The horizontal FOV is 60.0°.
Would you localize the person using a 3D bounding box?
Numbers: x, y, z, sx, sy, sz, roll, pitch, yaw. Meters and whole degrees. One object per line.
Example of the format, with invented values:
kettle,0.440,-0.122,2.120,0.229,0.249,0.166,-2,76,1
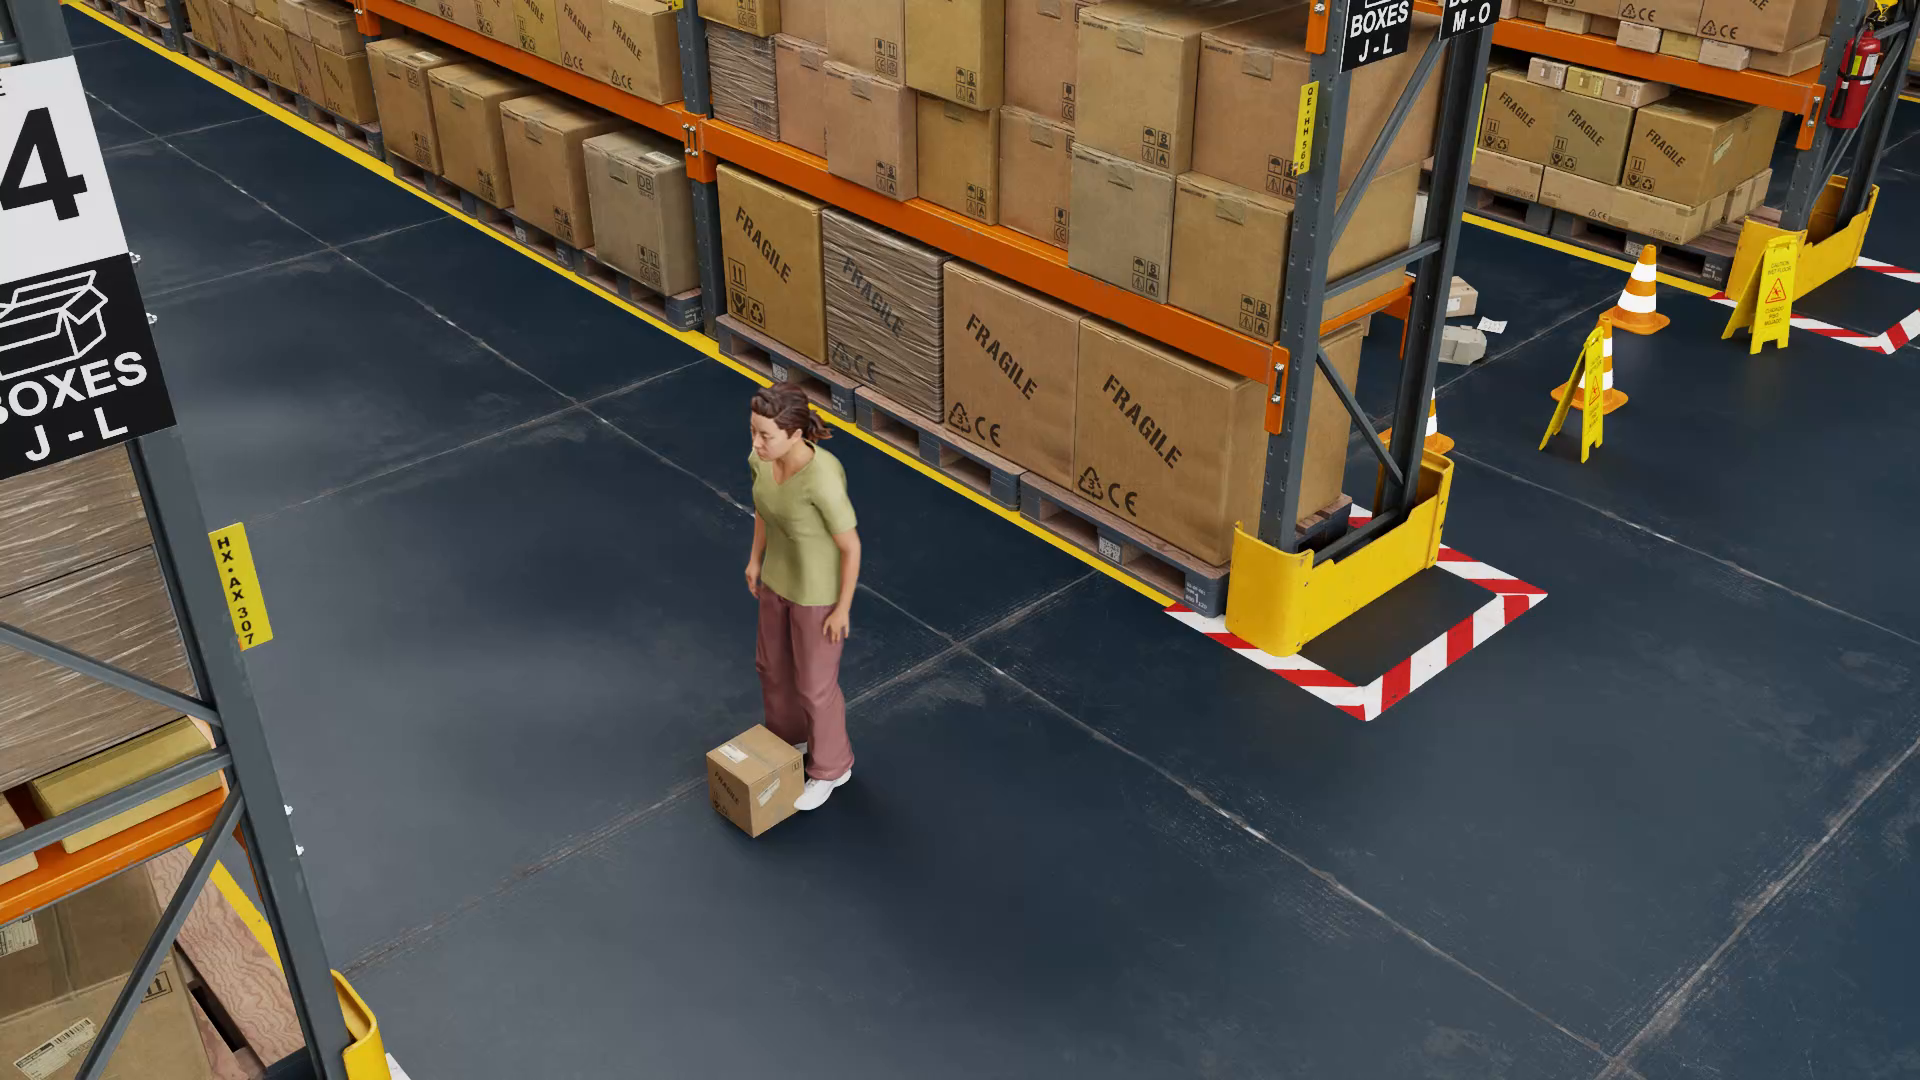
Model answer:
person,-0.568,0.184,5.841,0.516,1.673,0.359,28,41,37
